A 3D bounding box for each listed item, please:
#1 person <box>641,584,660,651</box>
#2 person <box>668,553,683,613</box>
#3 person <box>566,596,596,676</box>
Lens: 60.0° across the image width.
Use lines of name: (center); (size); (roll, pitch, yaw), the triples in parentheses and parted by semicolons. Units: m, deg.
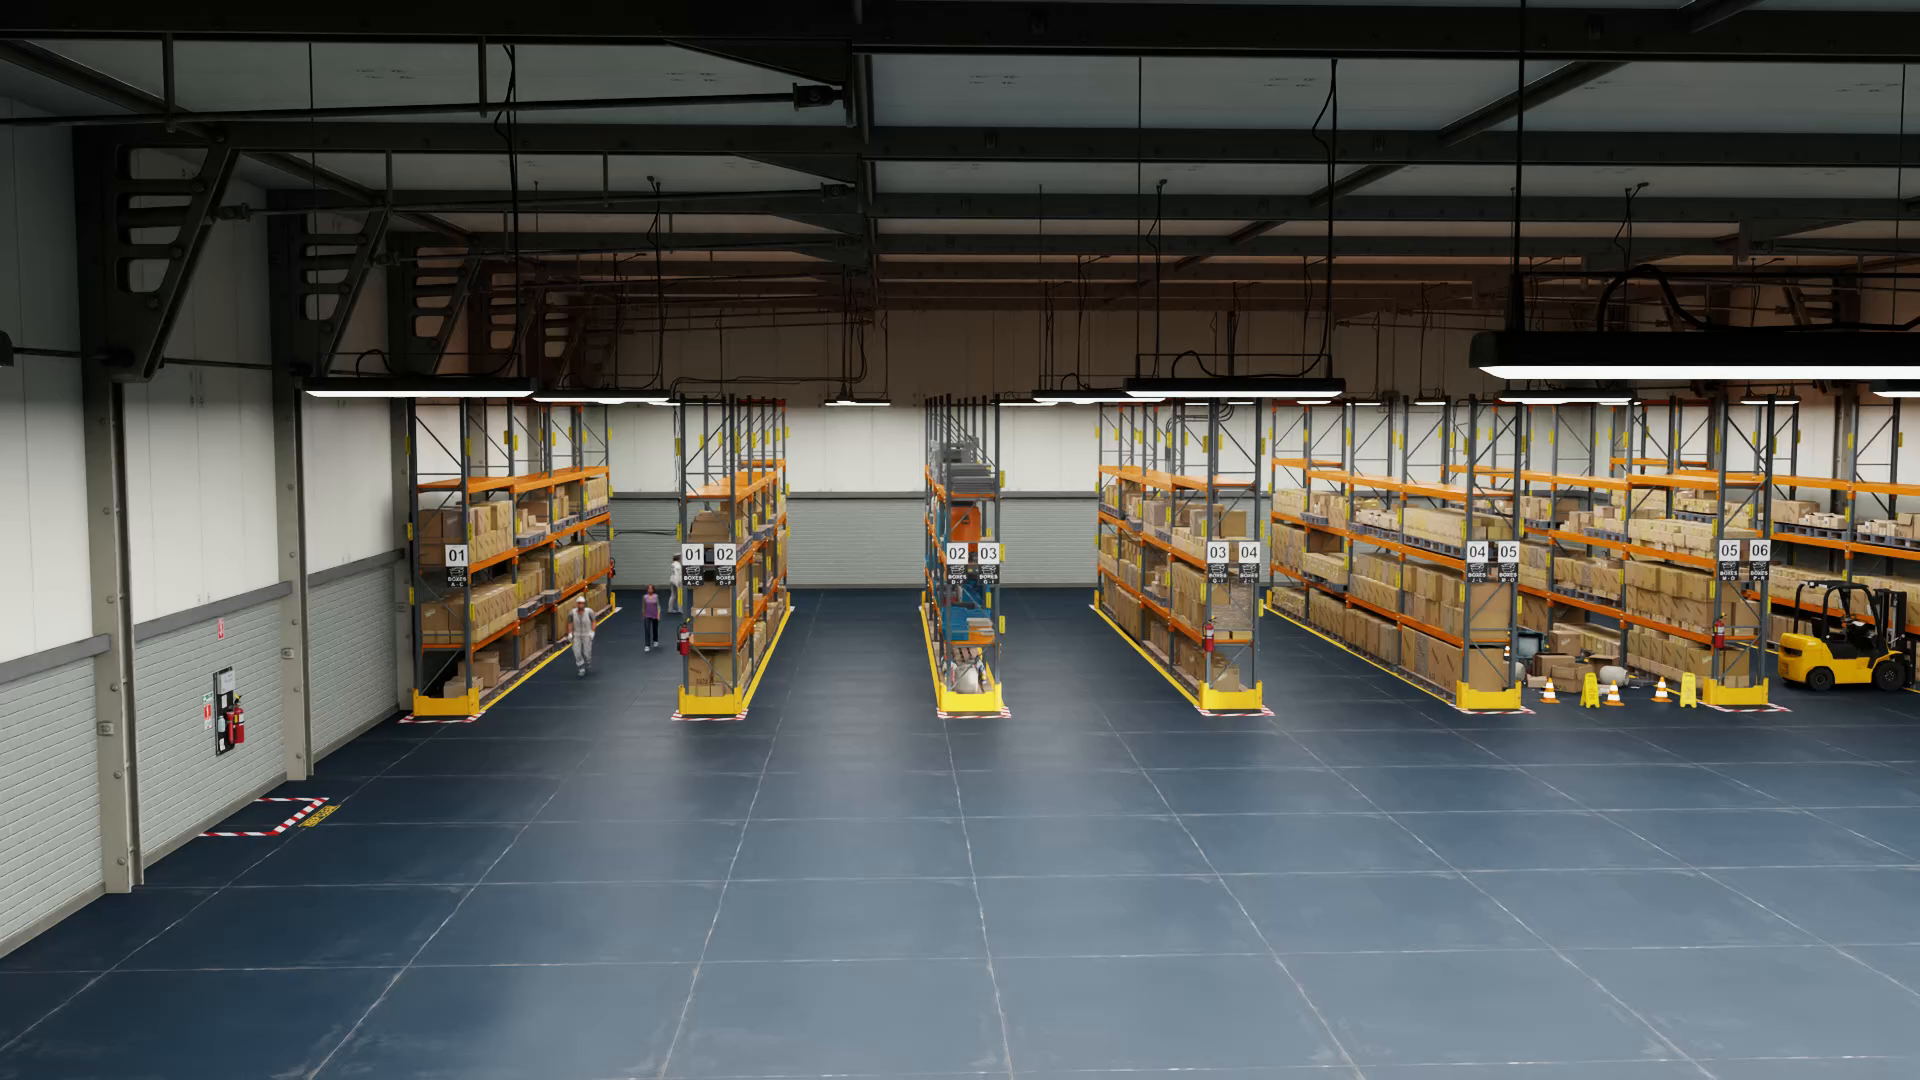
person: (-7.323, 1.818, 39.382); (0.446, 1.539, 0.972); (0, 5, -5)
person: (-7.930, 1.230, 46.585); (0.547, 1.706, 0.522); (-3, 5, -31)
person: (-8.127, 2.049, 35.725); (0.632, 1.726, 0.704); (0, 5, -4)
